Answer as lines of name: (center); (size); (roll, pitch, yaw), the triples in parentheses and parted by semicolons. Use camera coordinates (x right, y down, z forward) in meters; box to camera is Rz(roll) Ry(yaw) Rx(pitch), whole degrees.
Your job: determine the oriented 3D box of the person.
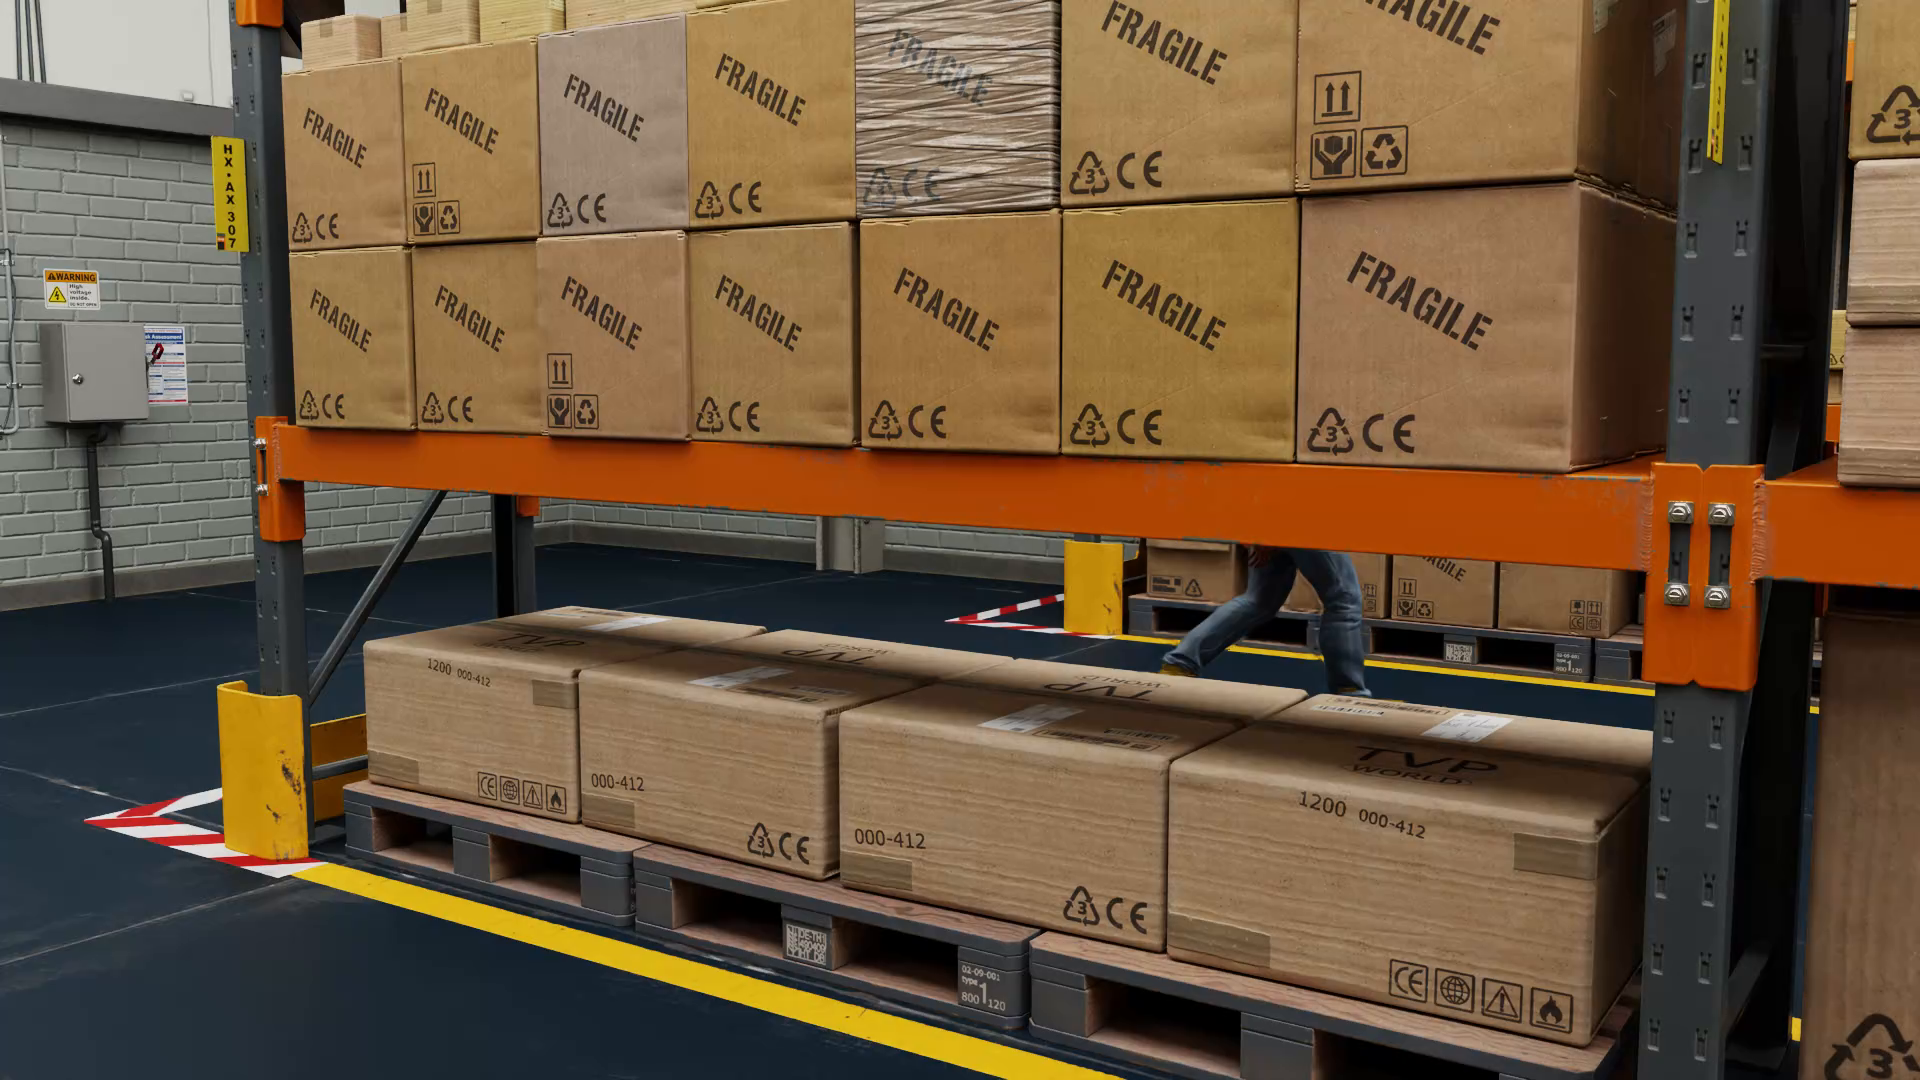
person: (1.329, -0.119, 6.754); (1.019, 1.728, 0.562); (0, 6, 1)
